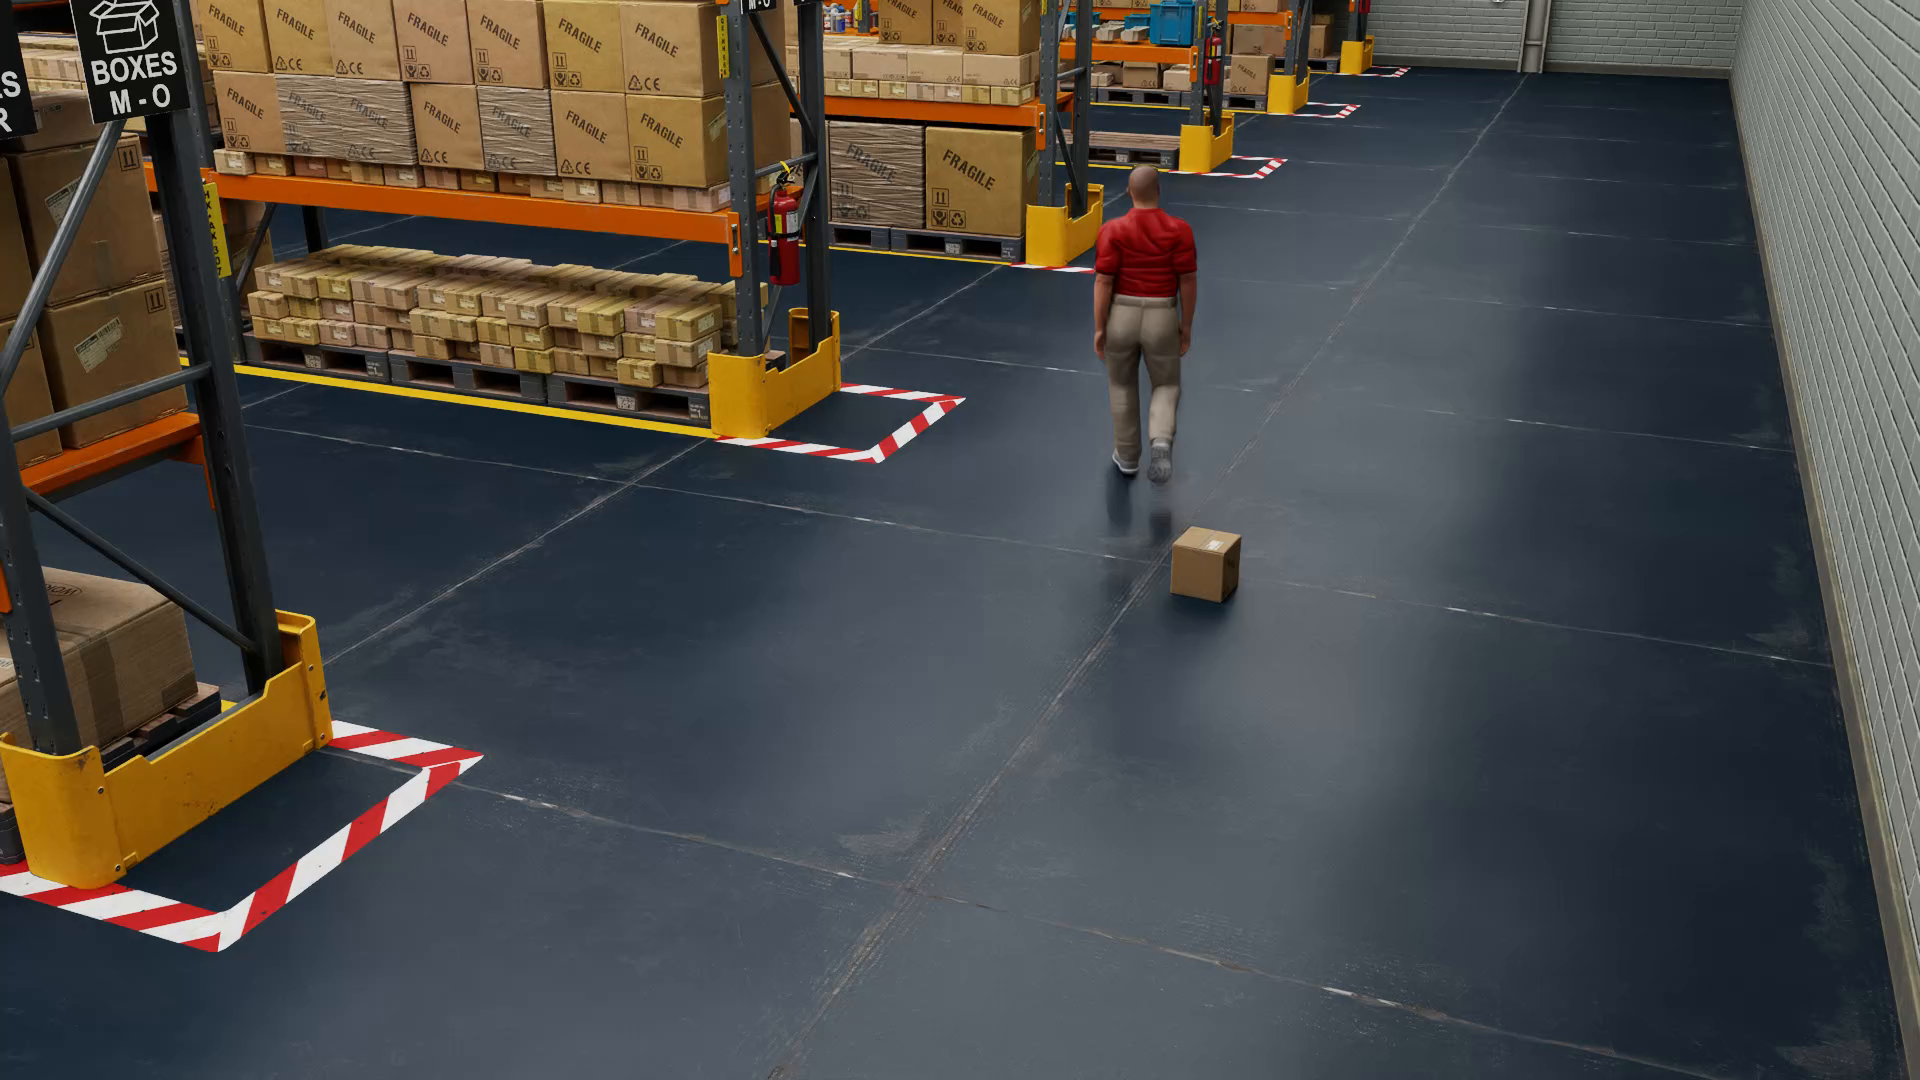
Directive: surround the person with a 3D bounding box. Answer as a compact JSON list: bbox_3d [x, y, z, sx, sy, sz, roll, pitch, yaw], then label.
[{"bbox_3d":[0.981,-1.139,8.863,0.539,1.696,0.694,2,22,5],"label":"person"}]
